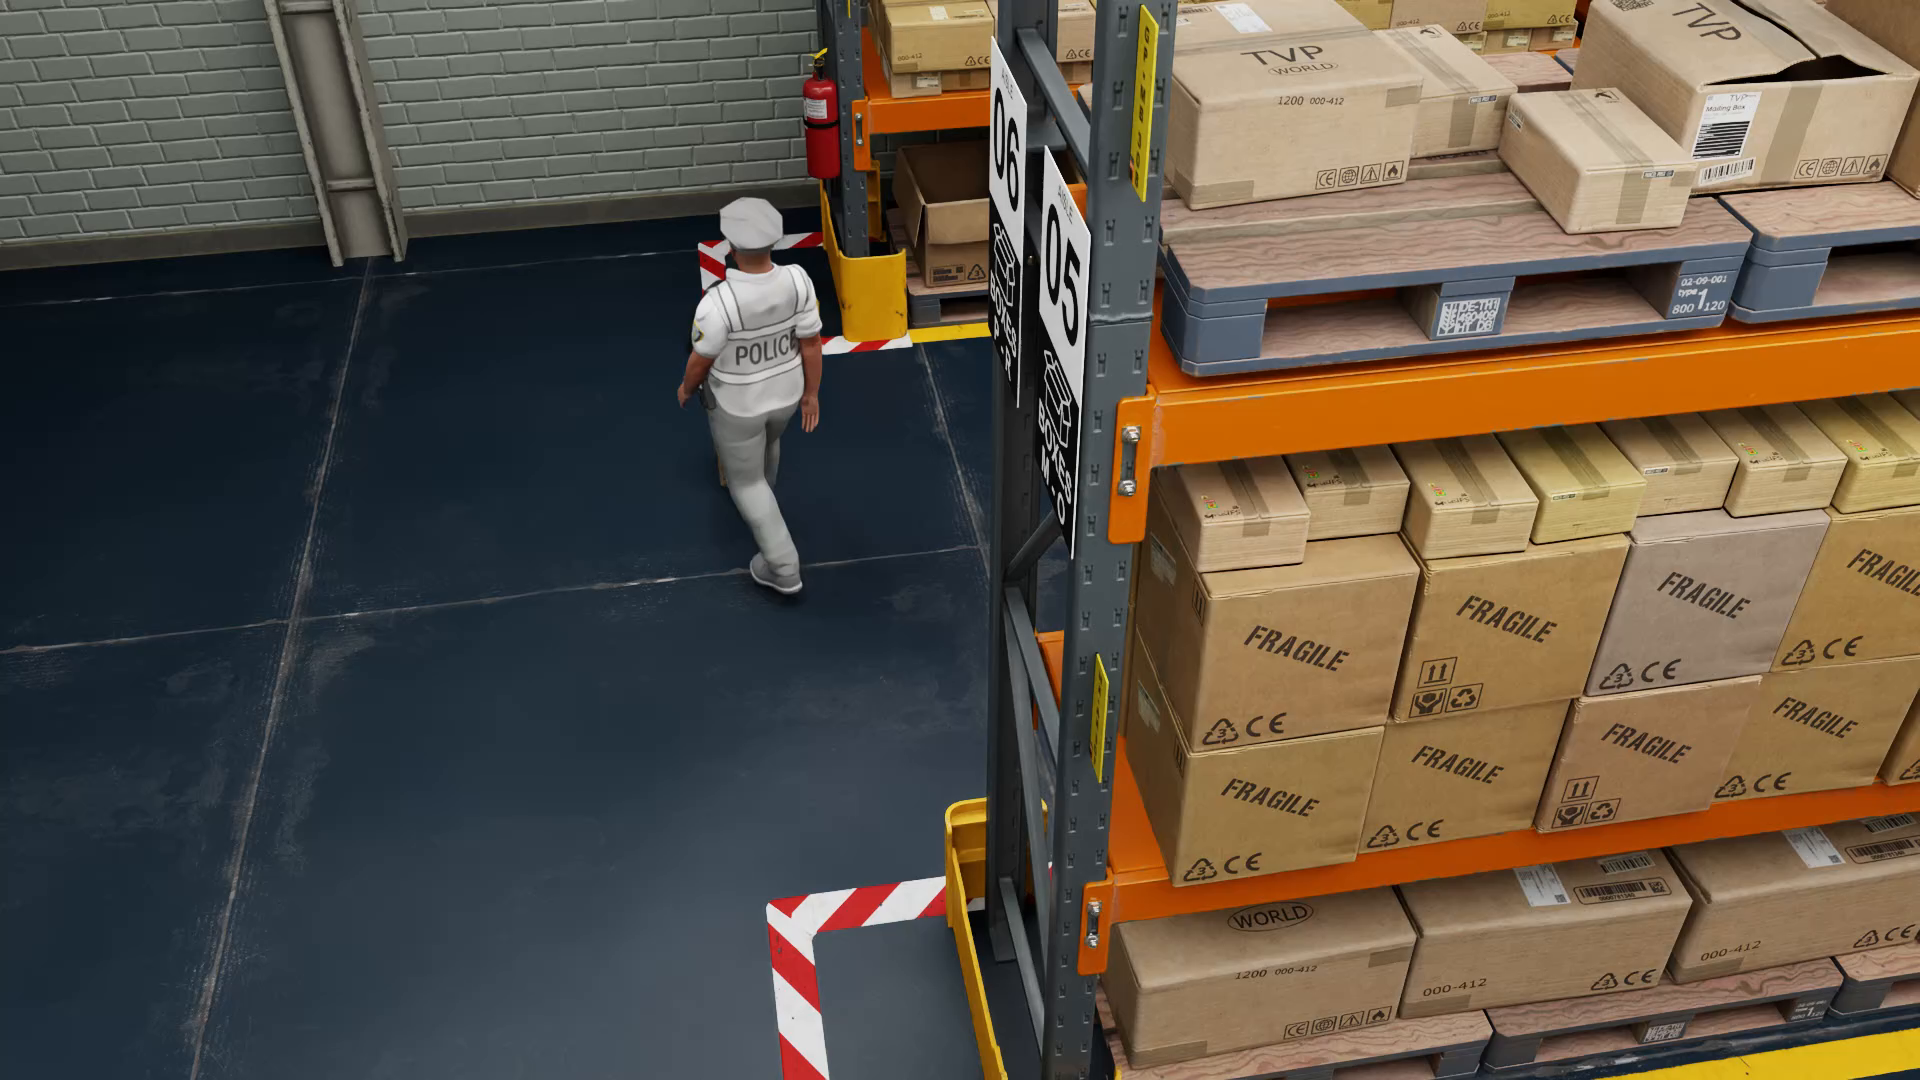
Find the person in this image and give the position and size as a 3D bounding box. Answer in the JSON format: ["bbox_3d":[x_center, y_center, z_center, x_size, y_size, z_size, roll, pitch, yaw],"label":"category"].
[{"bbox_3d":[-0.912,-0.667,6.967,0.537,1.728,0.937,-28,46,-31],"label":"person"}]
